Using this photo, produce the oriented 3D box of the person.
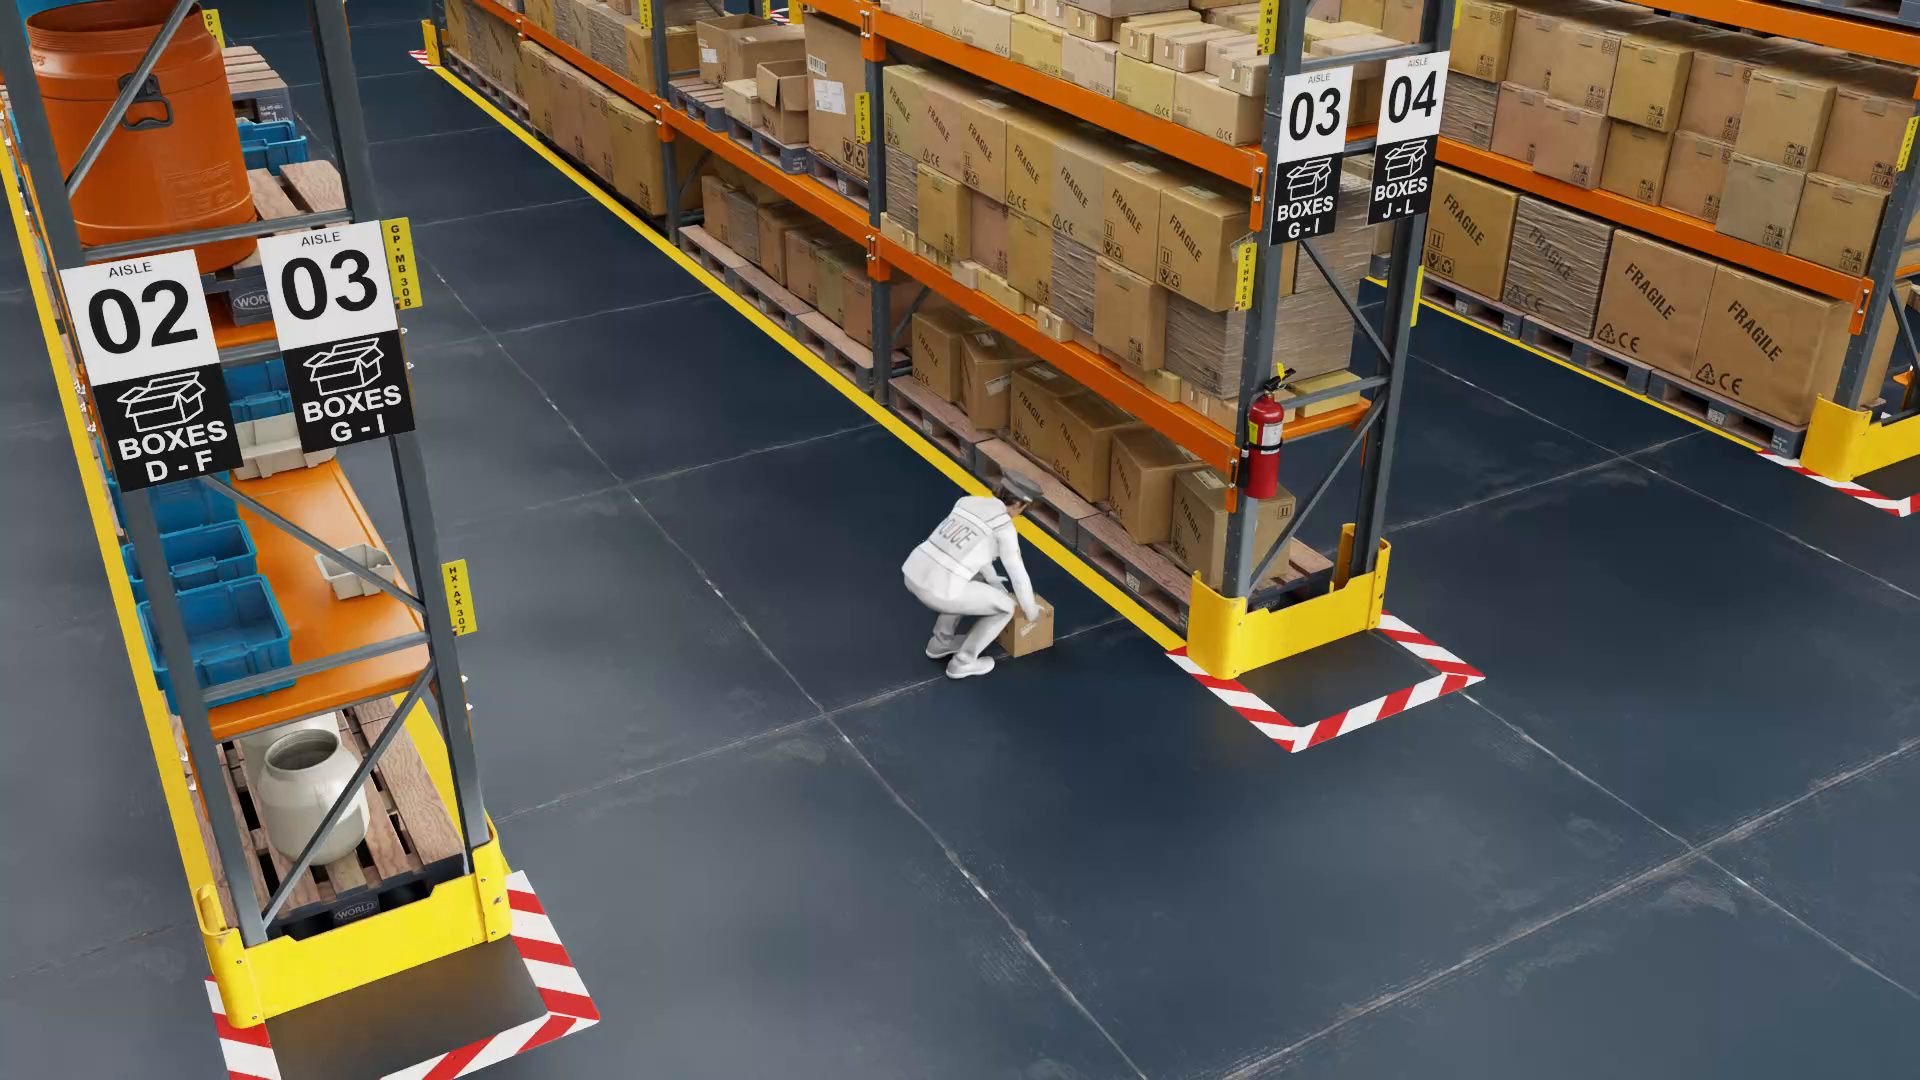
[{"bbox_3d":[0.081,0.163,8.897,0.828,1.052,0.502,-16,33,-26],"label":"person"}]
